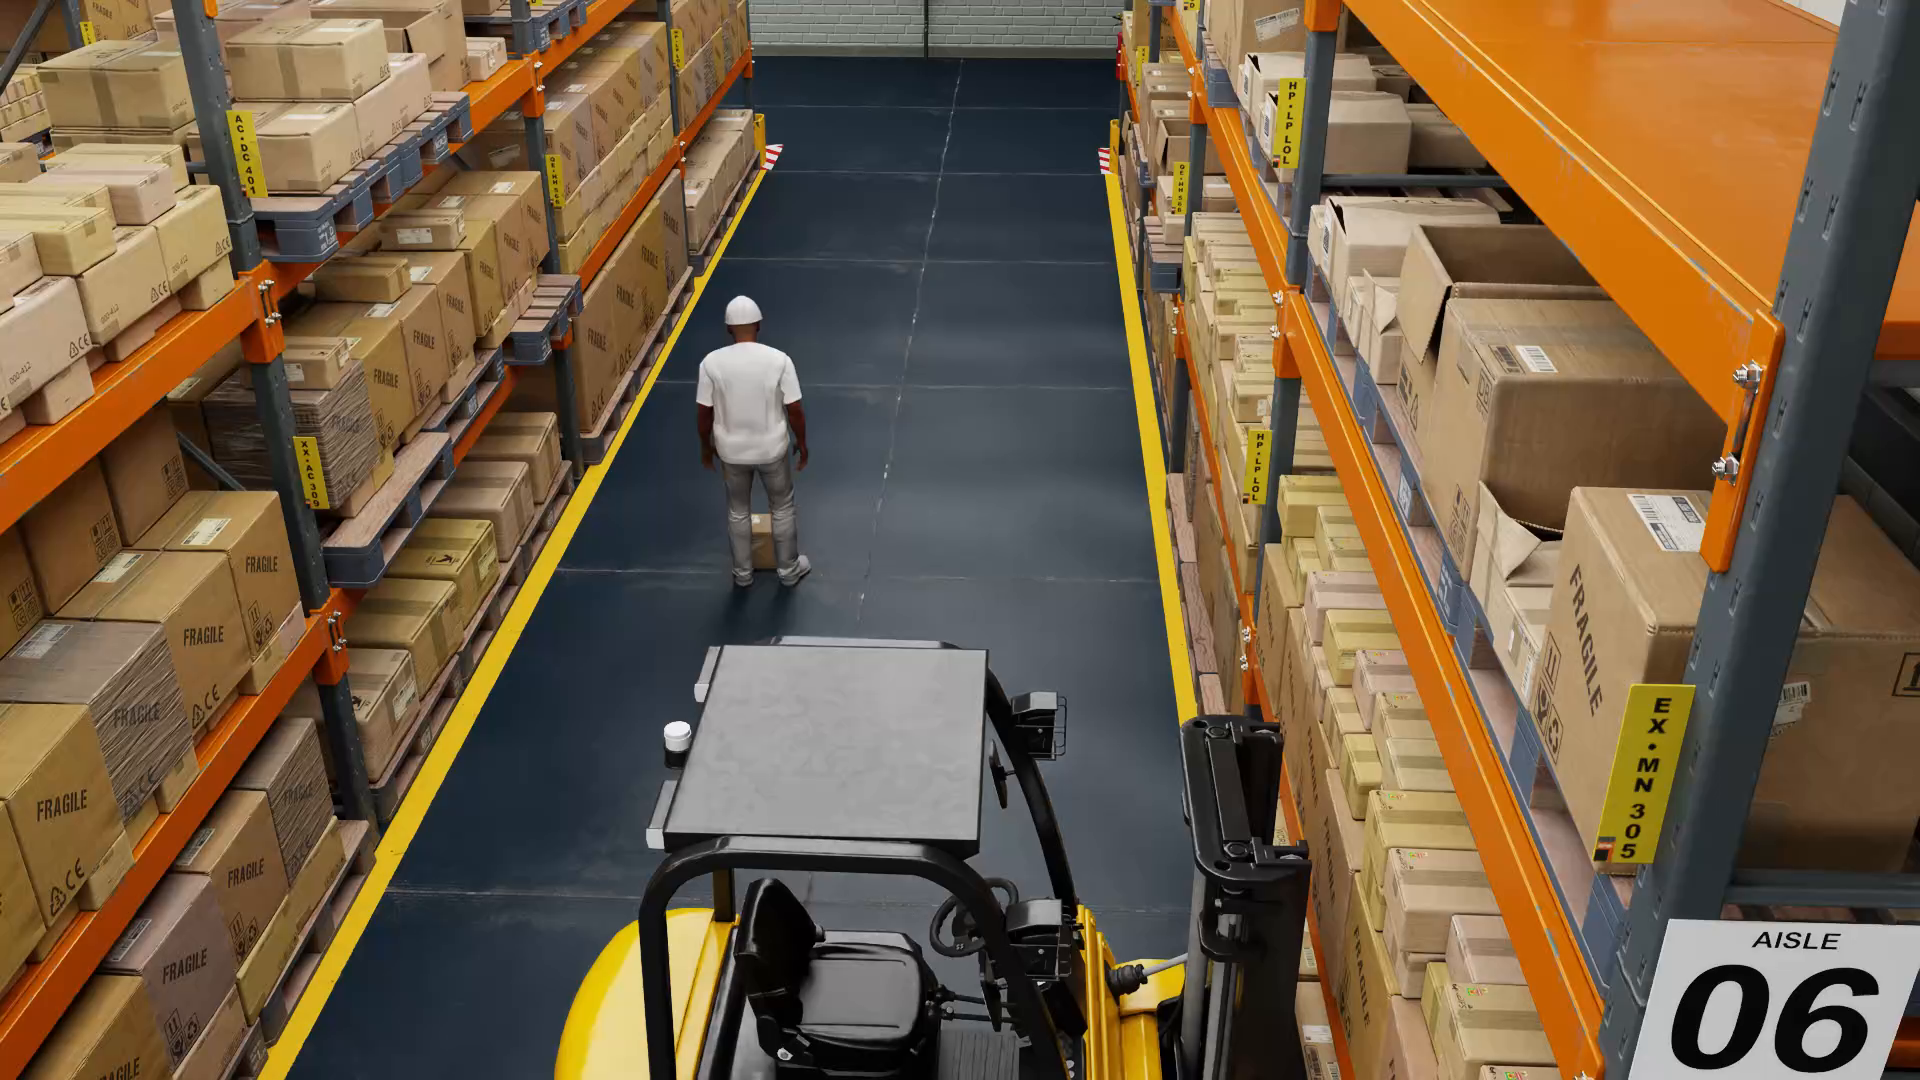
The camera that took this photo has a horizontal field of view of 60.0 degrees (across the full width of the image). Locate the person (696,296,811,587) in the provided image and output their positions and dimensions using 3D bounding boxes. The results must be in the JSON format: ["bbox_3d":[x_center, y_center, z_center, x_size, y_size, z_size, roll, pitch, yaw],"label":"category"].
[{"bbox_3d":[-1.196,-0.552,9.651,0.625,1.759,0.463,0,28,0],"label":"person"}]
